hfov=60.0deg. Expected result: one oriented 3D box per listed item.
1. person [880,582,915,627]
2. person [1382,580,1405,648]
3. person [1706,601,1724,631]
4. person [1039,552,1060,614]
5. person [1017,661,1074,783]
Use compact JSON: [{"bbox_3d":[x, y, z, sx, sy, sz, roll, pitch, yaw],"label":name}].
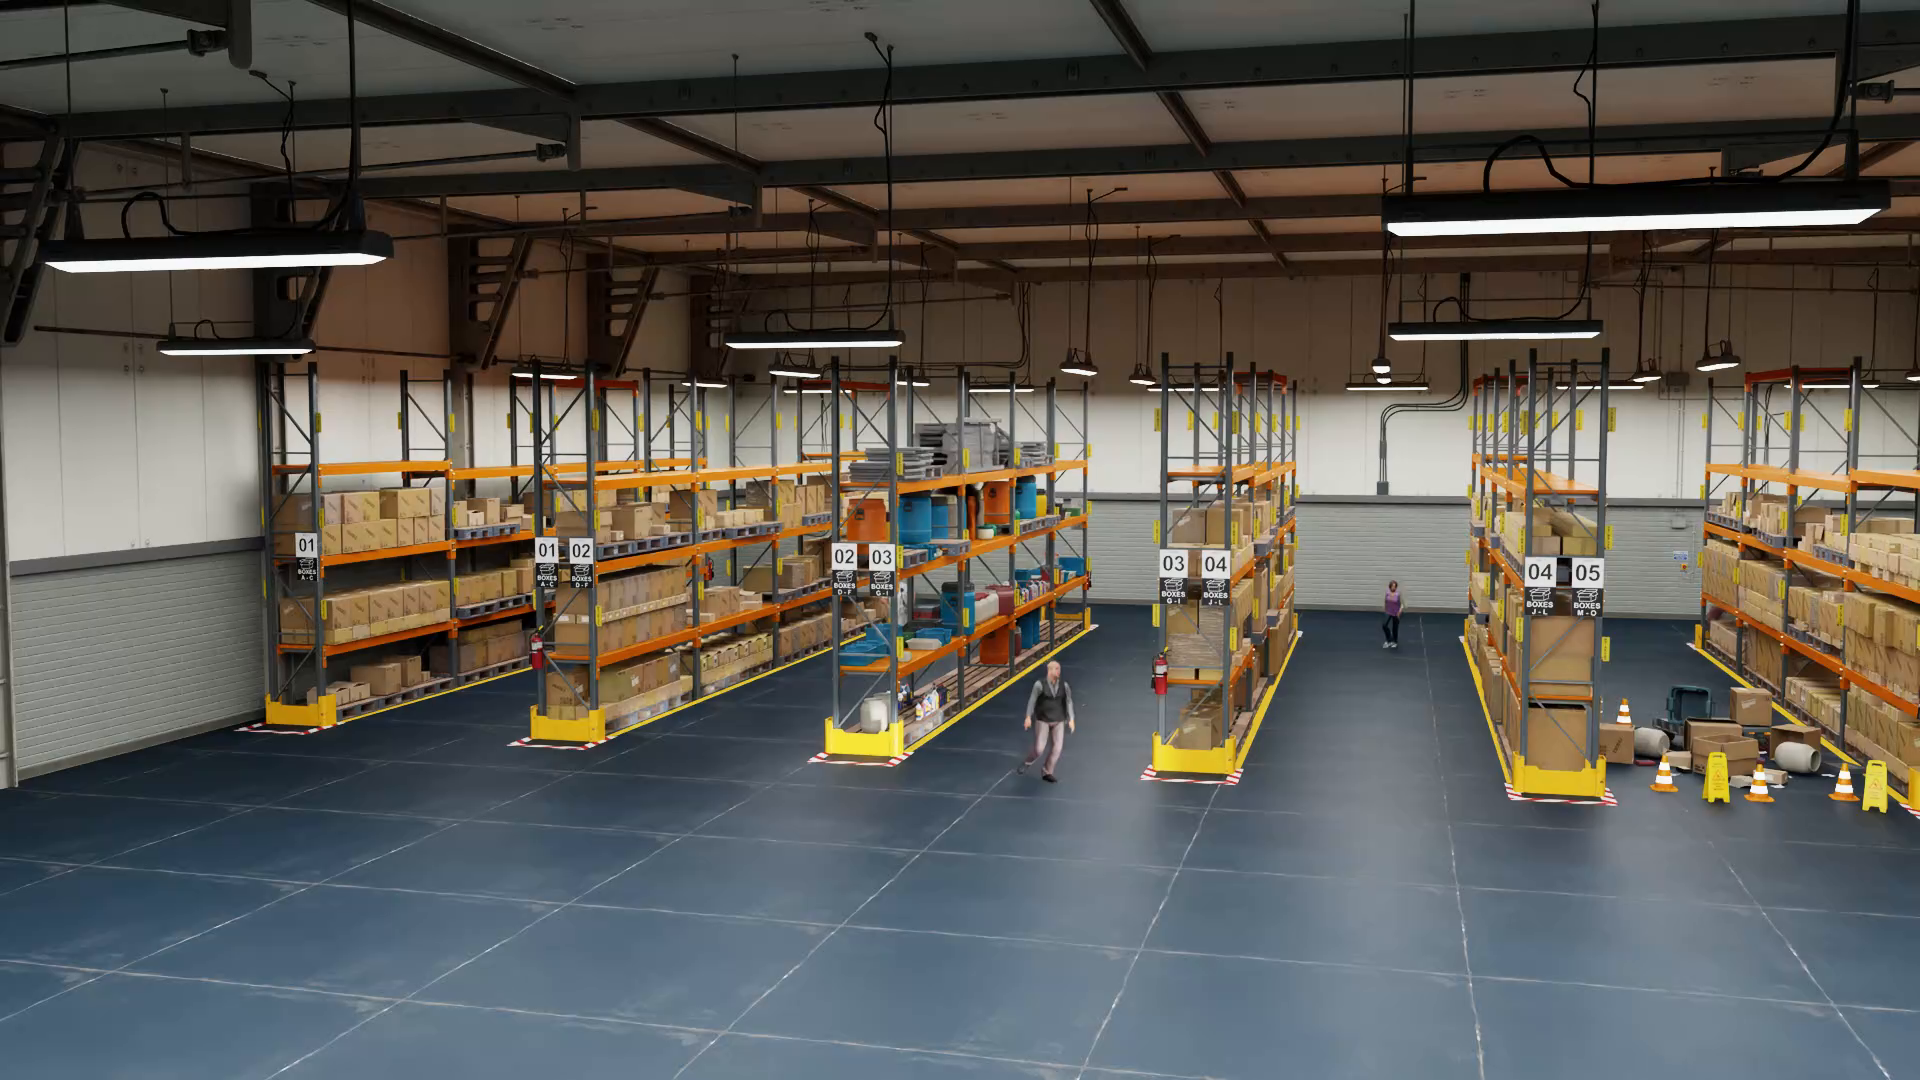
[{"bbox_3d":[-1.285,1.538,33.171,0.621,1.911,0.806,1,4,20],"label":"person"},{"bbox_3d":[9.579,1.639,36.719,0.523,1.531,0.732,2,5,28],"label":"person"},{"bbox_3d":[17.373,1.543,37.977,0.748,1.603,0.587,2,5,31],"label":"person"},{"bbox_3d":[2.294,1.145,42.811,0.606,1.716,0.687,2,4,21],"label":"person"},{"bbox_3d":[1.192,2.526,23.201,0.759,1.686,0.558,-1,4,-15],"label":"person"}]
